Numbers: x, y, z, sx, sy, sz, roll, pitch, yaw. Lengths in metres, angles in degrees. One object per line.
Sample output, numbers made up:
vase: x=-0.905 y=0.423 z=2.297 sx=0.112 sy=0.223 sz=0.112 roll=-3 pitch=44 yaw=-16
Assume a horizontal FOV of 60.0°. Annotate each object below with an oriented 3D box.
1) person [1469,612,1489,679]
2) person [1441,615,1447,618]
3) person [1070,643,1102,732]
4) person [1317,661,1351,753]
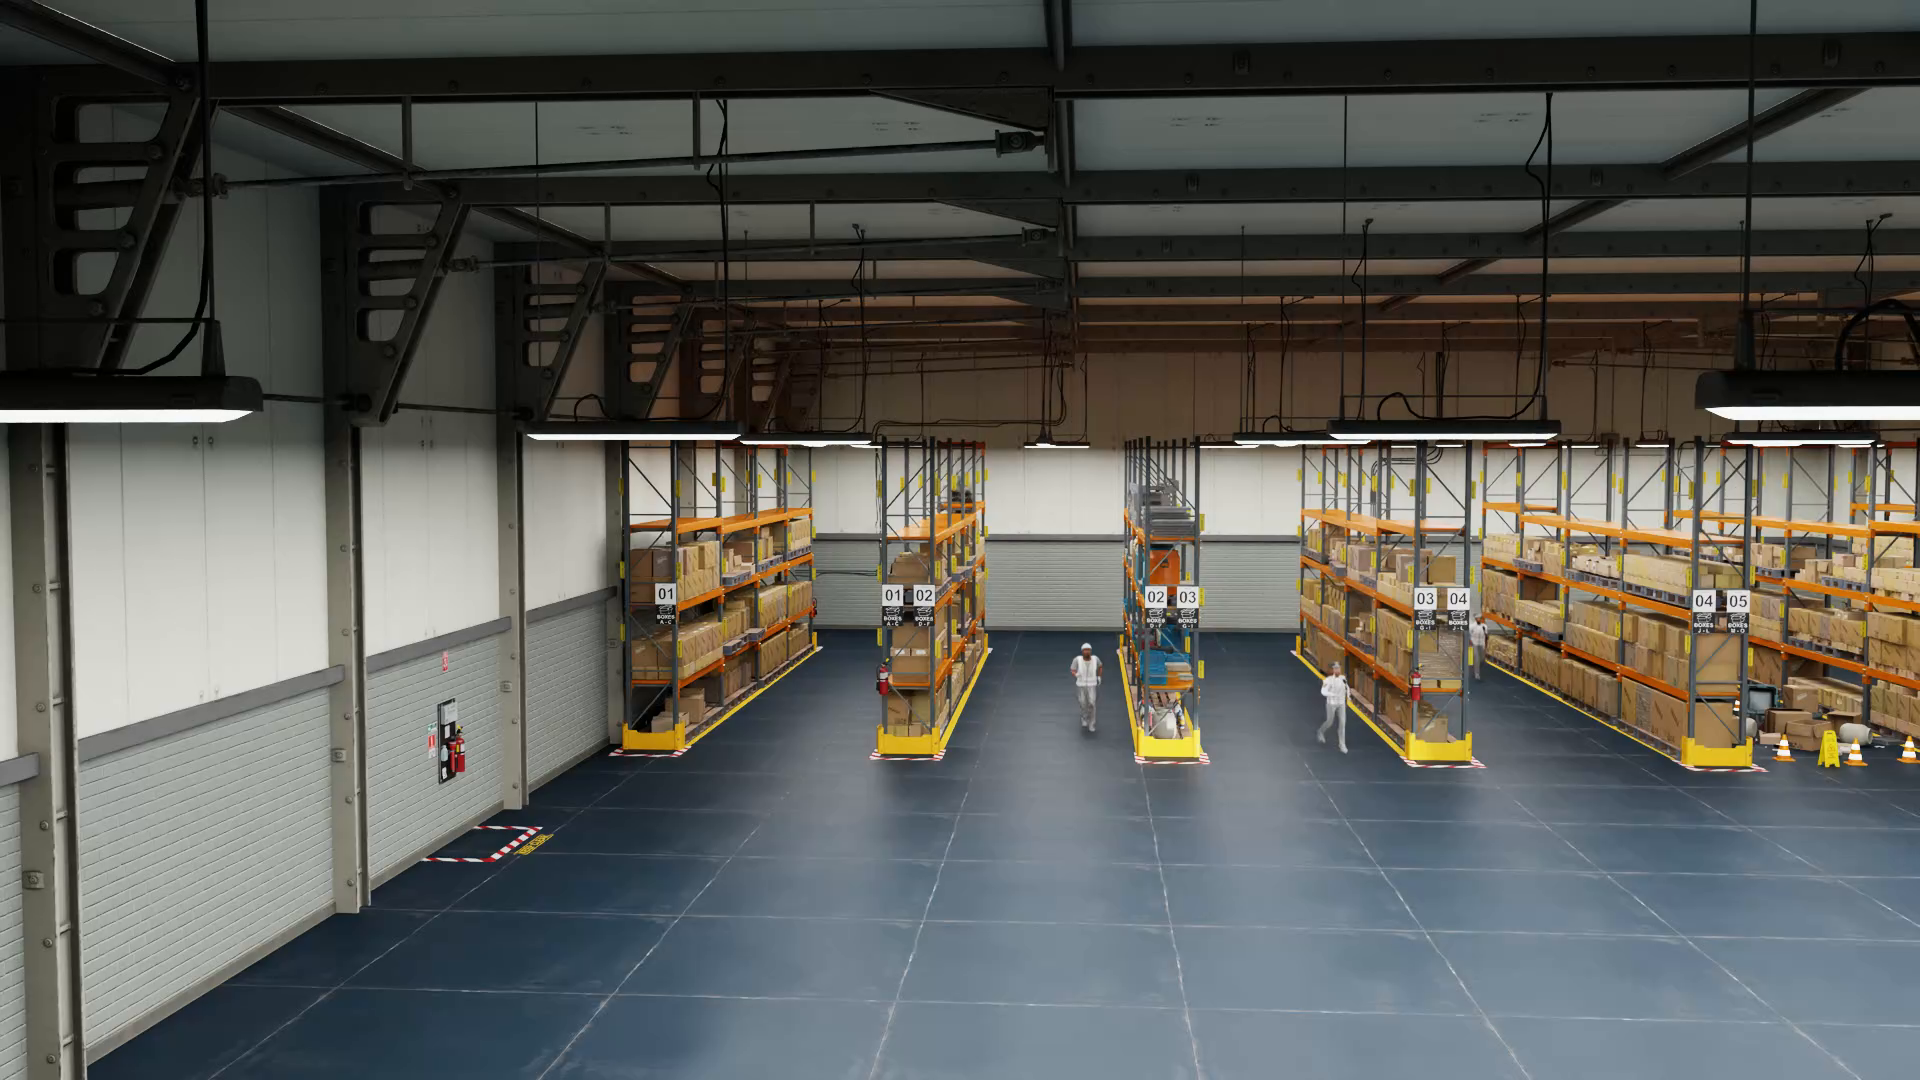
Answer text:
person: x=13.043 y=2.649 z=41.962 sx=0.599 sy=1.668 sz=0.566 roll=0 pitch=3 yaw=2
person: x=13.646 y=2.396 z=47.219 sx=0.654 sy=1.636 sz=0.764 roll=-3 pitch=4 yaw=-42
person: x=2.583 y=3.023 z=34.063 sx=0.659 sy=1.829 sz=0.759 roll=0 pitch=3 yaw=6
person: x=7.206 y=3.166 z=31.942 sx=0.622 sy=1.717 sz=0.937 roll=-1 pitch=3 yaw=-9
